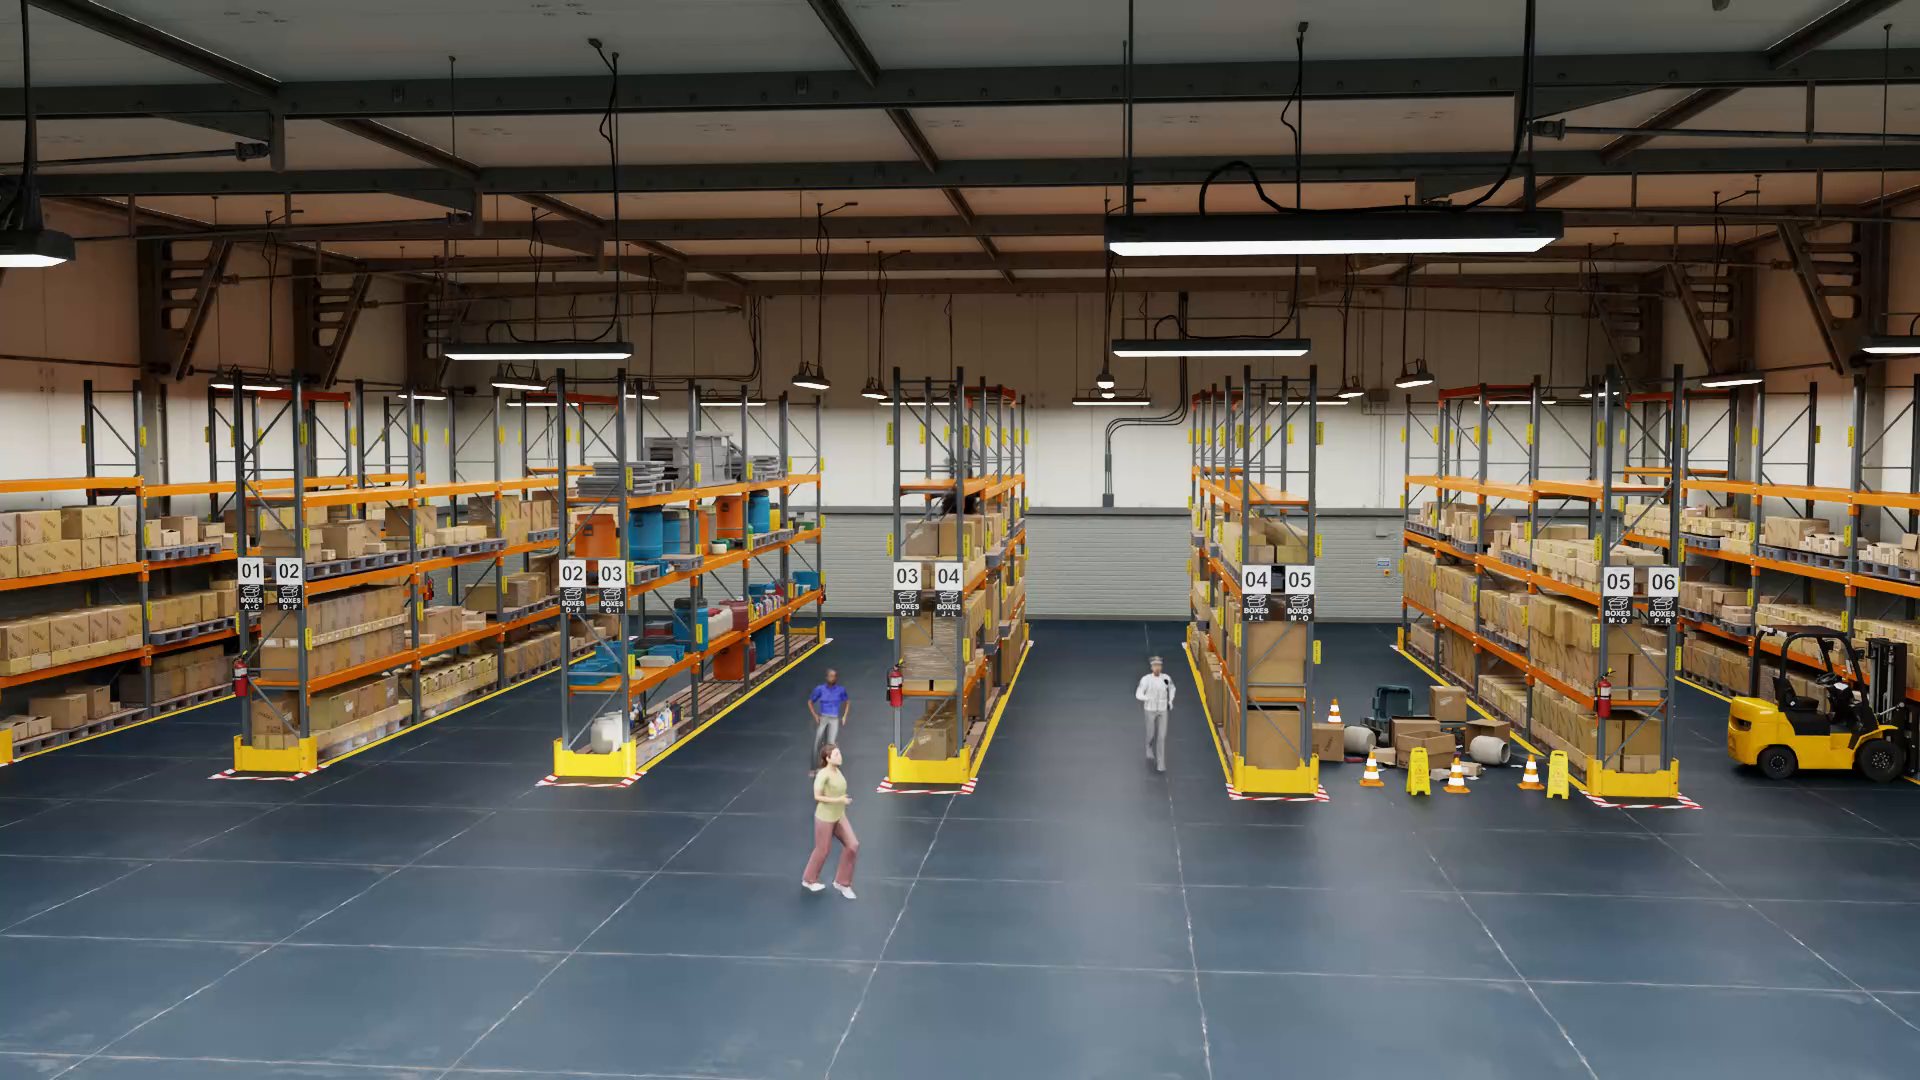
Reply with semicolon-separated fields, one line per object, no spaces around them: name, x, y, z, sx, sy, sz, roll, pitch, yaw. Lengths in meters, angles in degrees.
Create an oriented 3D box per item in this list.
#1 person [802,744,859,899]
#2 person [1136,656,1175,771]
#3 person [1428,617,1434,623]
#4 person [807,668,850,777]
person;-1.428;3.059;18.037;0.723;1.714;0.560;2;4;33
person;2.959;2.570;24.990;0.617;1.667;0.958;0;4;-1
person;11.714;1.664;40.305;0.949;1.723;0.517;-4;5;-45
person;-1.926;2.690;24.380;0.637;1.592;0.580;0;4;-7
